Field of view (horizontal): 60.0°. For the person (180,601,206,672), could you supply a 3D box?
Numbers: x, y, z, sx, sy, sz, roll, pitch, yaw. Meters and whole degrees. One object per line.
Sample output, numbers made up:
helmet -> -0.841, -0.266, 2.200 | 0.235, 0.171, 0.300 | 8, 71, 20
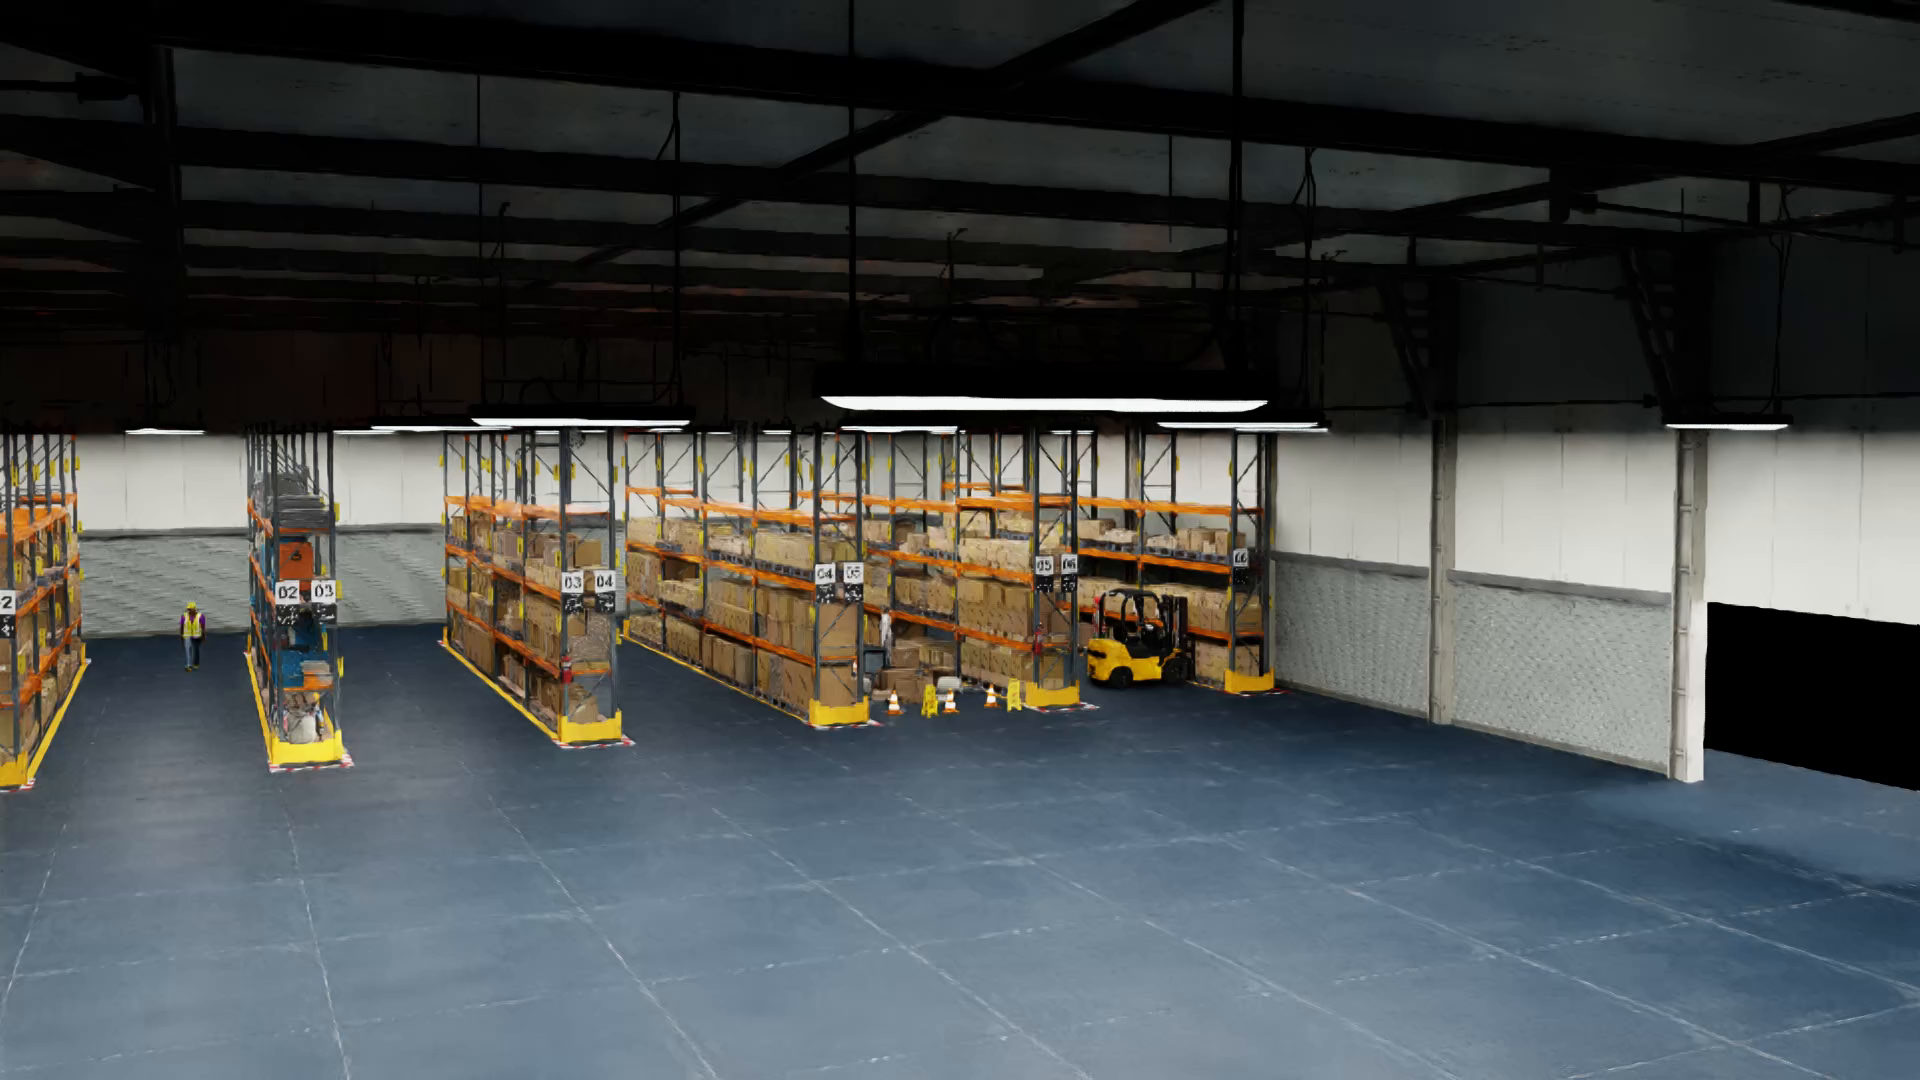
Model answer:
person -> -18.695, 2.334, 40.543 | 0.575, 1.689, 1.128 | -2, 4, -27

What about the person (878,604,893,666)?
person -> -1.813, 2.370, 40.099 | 0.538, 1.665, 0.572 | 0, 4, 0

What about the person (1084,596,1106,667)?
person -> 3.339, 2.271, 40.705 | 0.575, 1.785, 0.661 | 0, 4, 1

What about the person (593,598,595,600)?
person -> -9.750, 2.123, 44.779 | 0.598, 1.619, 0.507 | -2, 4, -27
